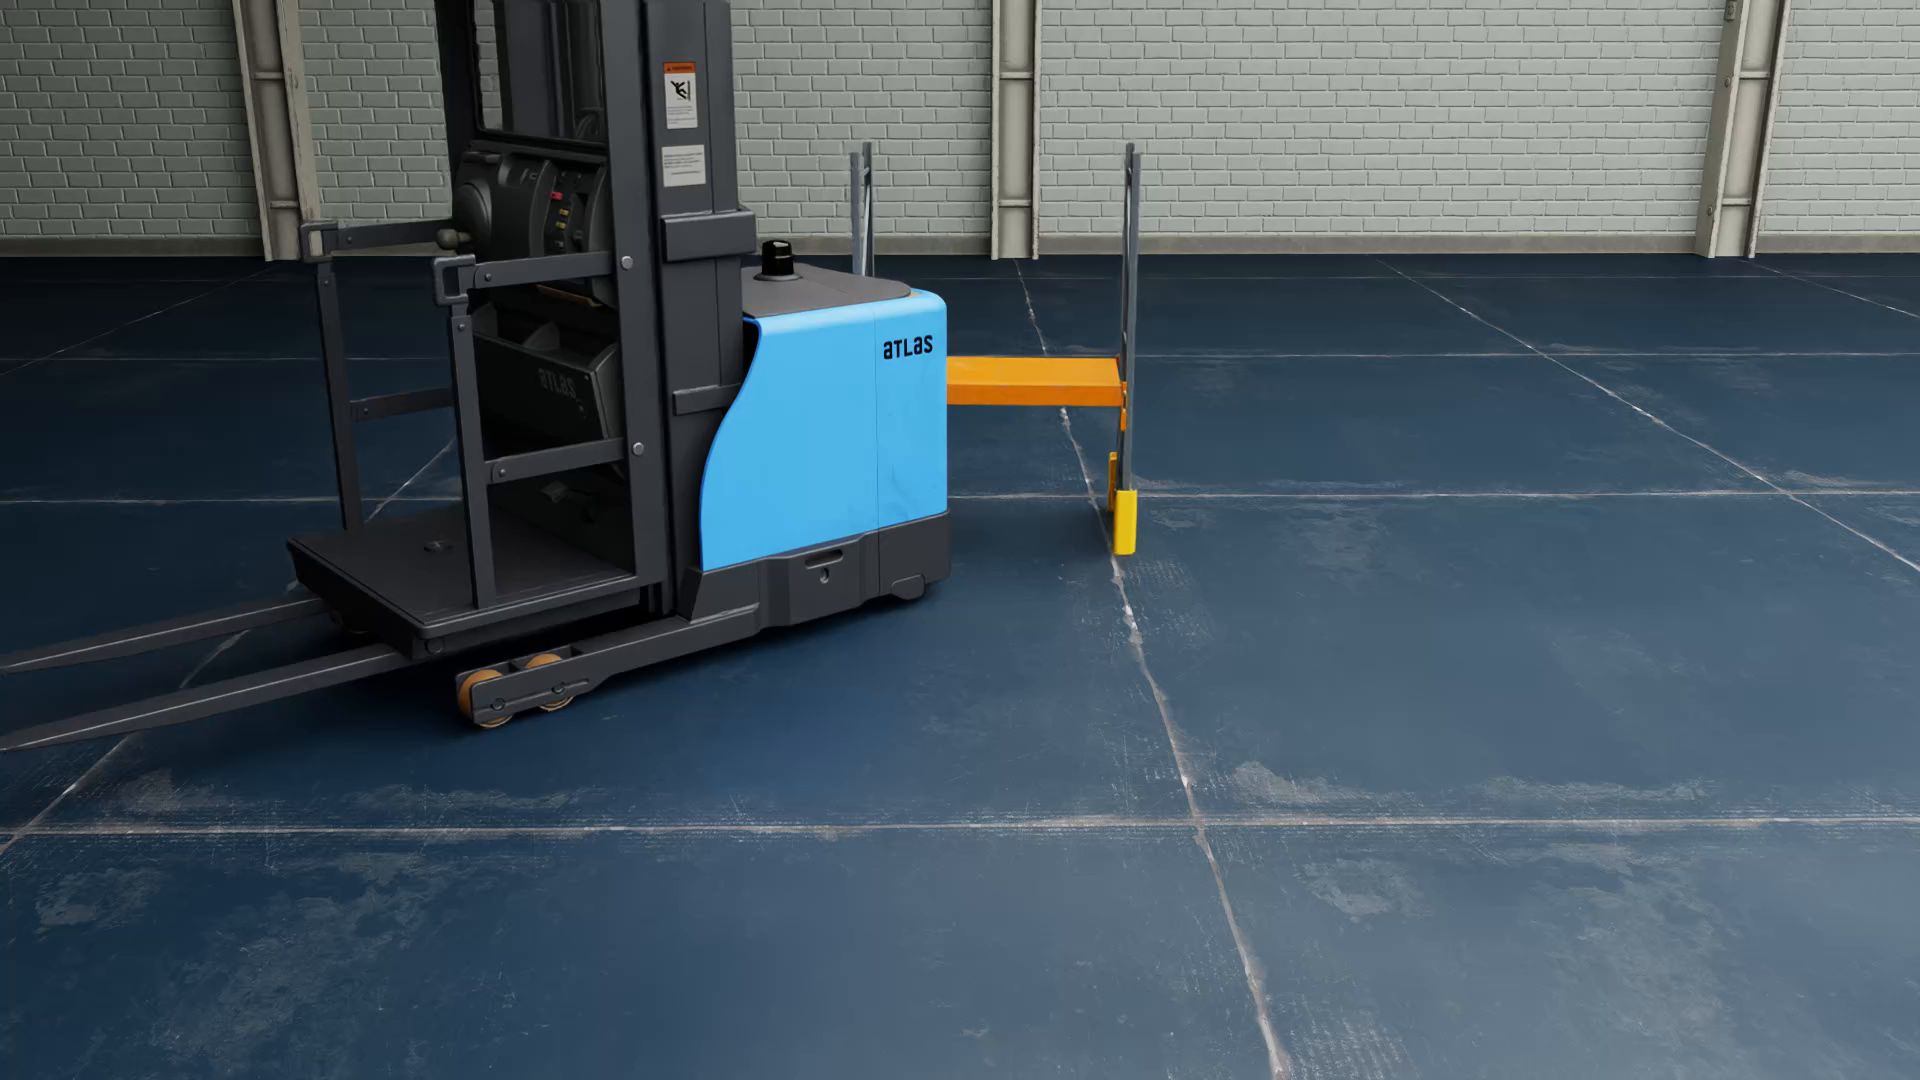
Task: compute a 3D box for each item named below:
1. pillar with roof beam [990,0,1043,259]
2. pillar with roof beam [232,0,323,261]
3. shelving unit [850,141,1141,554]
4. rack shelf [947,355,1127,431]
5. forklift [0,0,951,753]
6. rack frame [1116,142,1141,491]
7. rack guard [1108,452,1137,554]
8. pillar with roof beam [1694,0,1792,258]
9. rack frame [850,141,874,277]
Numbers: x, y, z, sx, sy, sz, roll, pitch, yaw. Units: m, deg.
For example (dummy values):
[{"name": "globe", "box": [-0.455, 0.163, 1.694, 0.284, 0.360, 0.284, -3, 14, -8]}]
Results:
[{"name": "pillar with roof beam", "box": [0.522, -5.351, 8.495, 0.400, 9.000, 9.100, 0, 18, -1]}, {"name": "pillar with roof beam", "box": [-5.477, -5.322, 8.405, 0.400, 9.000, 9.100, 0, 18, -1]}, {"name": "shelving unit", "box": [0.147, -0.757, 6.452, 1.083, 1.500, 0.587, 1, 18, 3]}, {"name": "rack shelf", "box": [0.138, -0.586, 6.507, 1.000, 0.185, 0.538, 1, 18, 3]}, {"name": "forklift", "box": [-1.481, -1.029, 4.958, 3.031, 2.935, 1.130, -15, 23, -38]}, {"name": "rack frame", "box": [0.646, -0.749, 6.428, 0.032, 1.500, 0.500, 1, 18, 3]}, {"name": "rack guard", "box": [0.644, -0.154, 6.619, 0.087, 0.250, 0.587, 1, 18, 3]}, {"name": "pillar with roof beam", "box": [6.521, -5.380, 8.585, 0.400, 9.000, 9.100, 0, 18, -1]}, {"name": "rack frame", "box": [-0.370, -0.765, 6.476, 0.032, 1.500, 0.500, 1, 18, 3]}]
